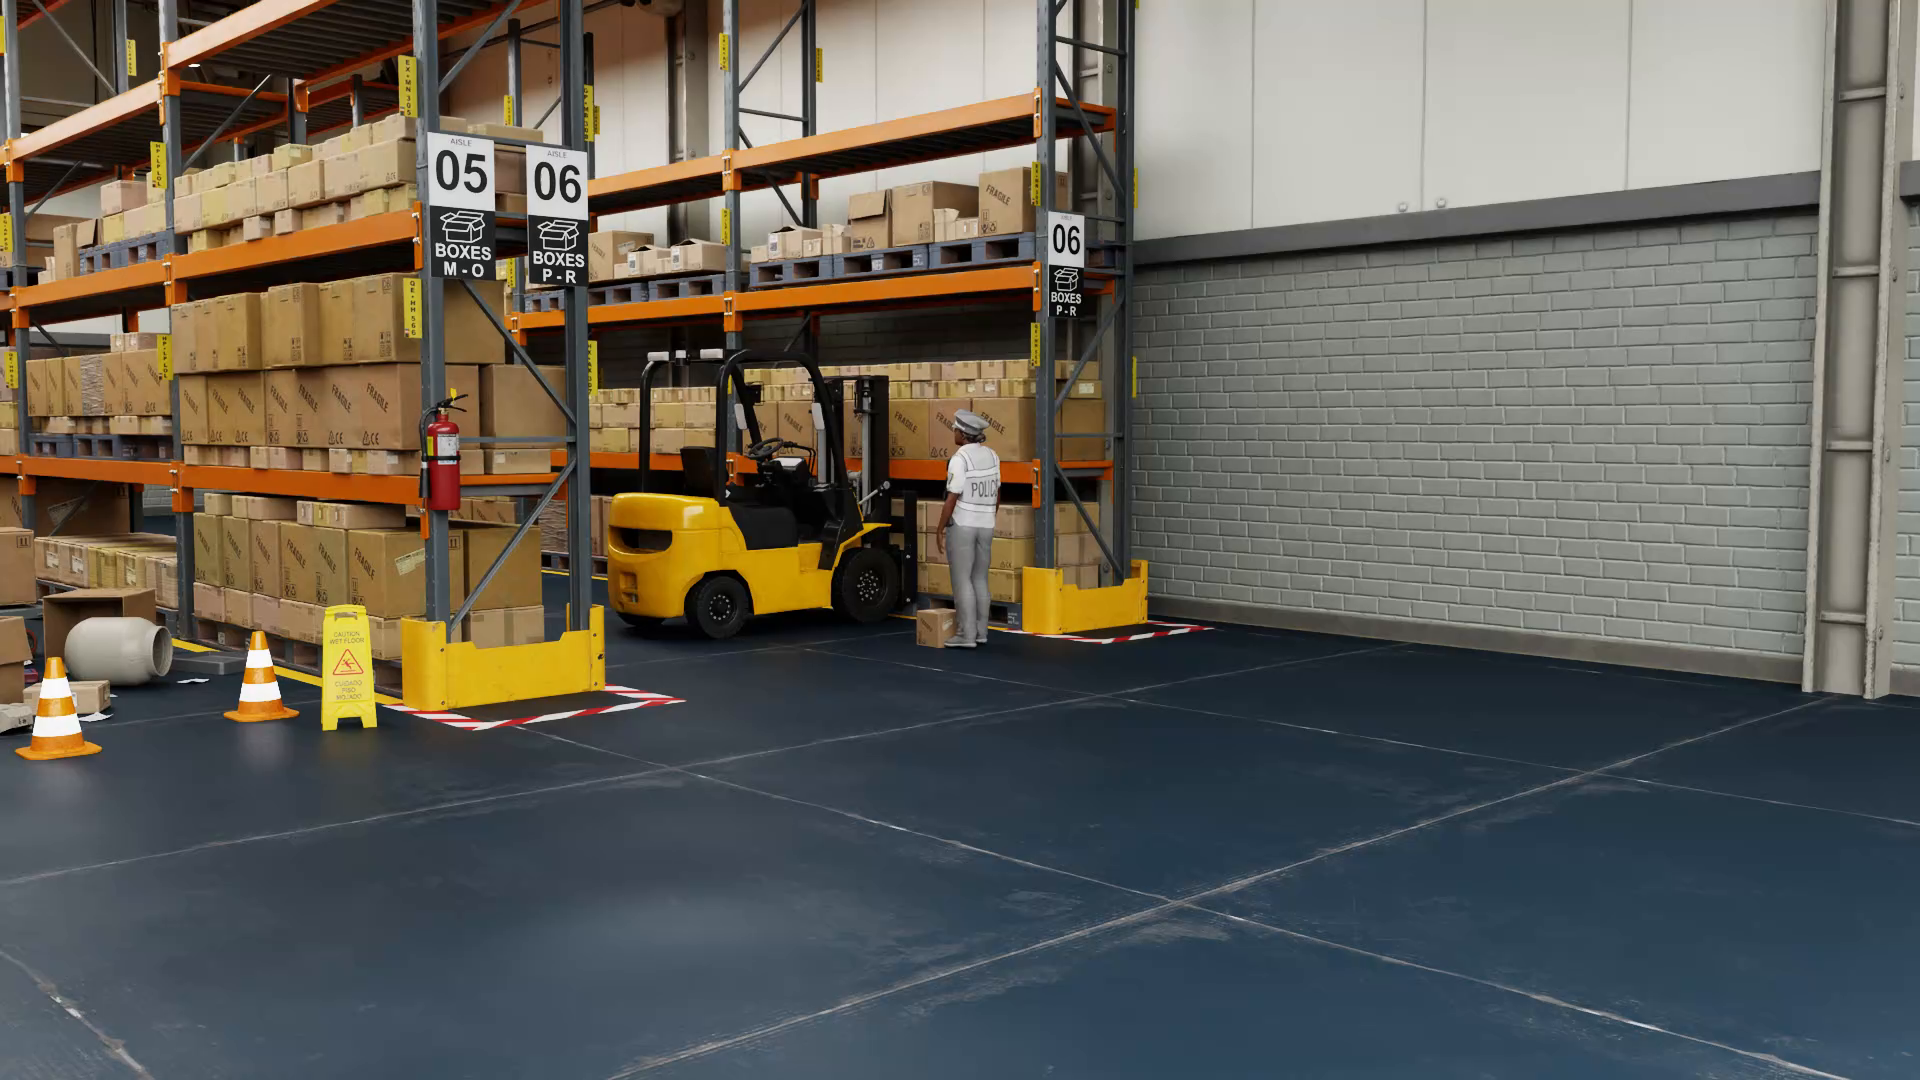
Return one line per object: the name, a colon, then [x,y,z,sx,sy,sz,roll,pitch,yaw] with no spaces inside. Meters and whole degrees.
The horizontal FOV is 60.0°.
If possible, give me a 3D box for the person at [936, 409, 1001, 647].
person: [0.027,-0.082,11.847,0.569,1.694,0.529,-4,6,-44]
